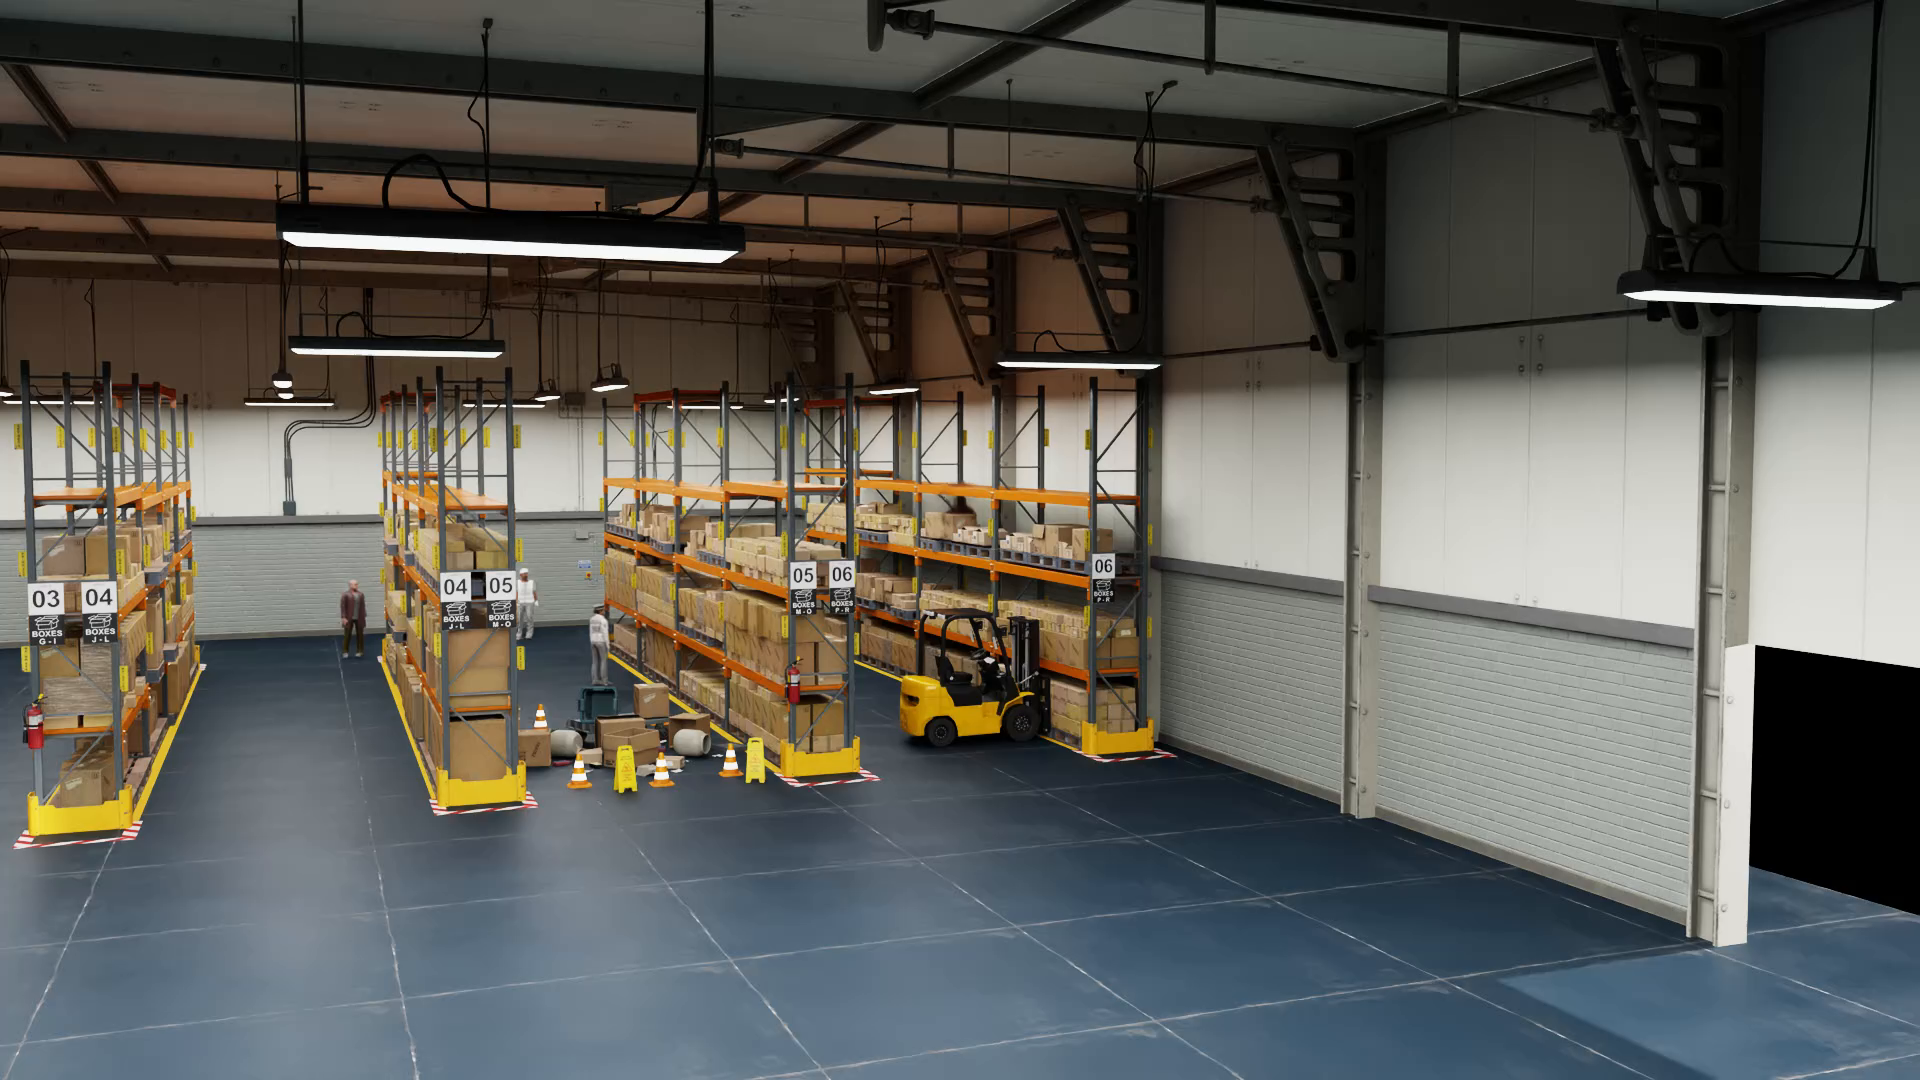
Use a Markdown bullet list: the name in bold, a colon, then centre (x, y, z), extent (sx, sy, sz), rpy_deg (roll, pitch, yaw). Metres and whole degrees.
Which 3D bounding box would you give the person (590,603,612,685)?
- **person**: centre (-7.313, 2.119, 33.862), extent (0.533, 1.680, 0.379), rpy_deg (2, 4, 36)

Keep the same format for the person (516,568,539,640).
- **person**: centre (-10.909, 1.614, 41.815), extent (0.619, 1.819, 0.430), rpy_deg (0, 3, -4)

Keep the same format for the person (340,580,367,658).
- **person**: centre (-13.943, 1.809, 38.277), extent (0.599, 1.790, 0.441), rpy_deg (-2, 4, -30)
